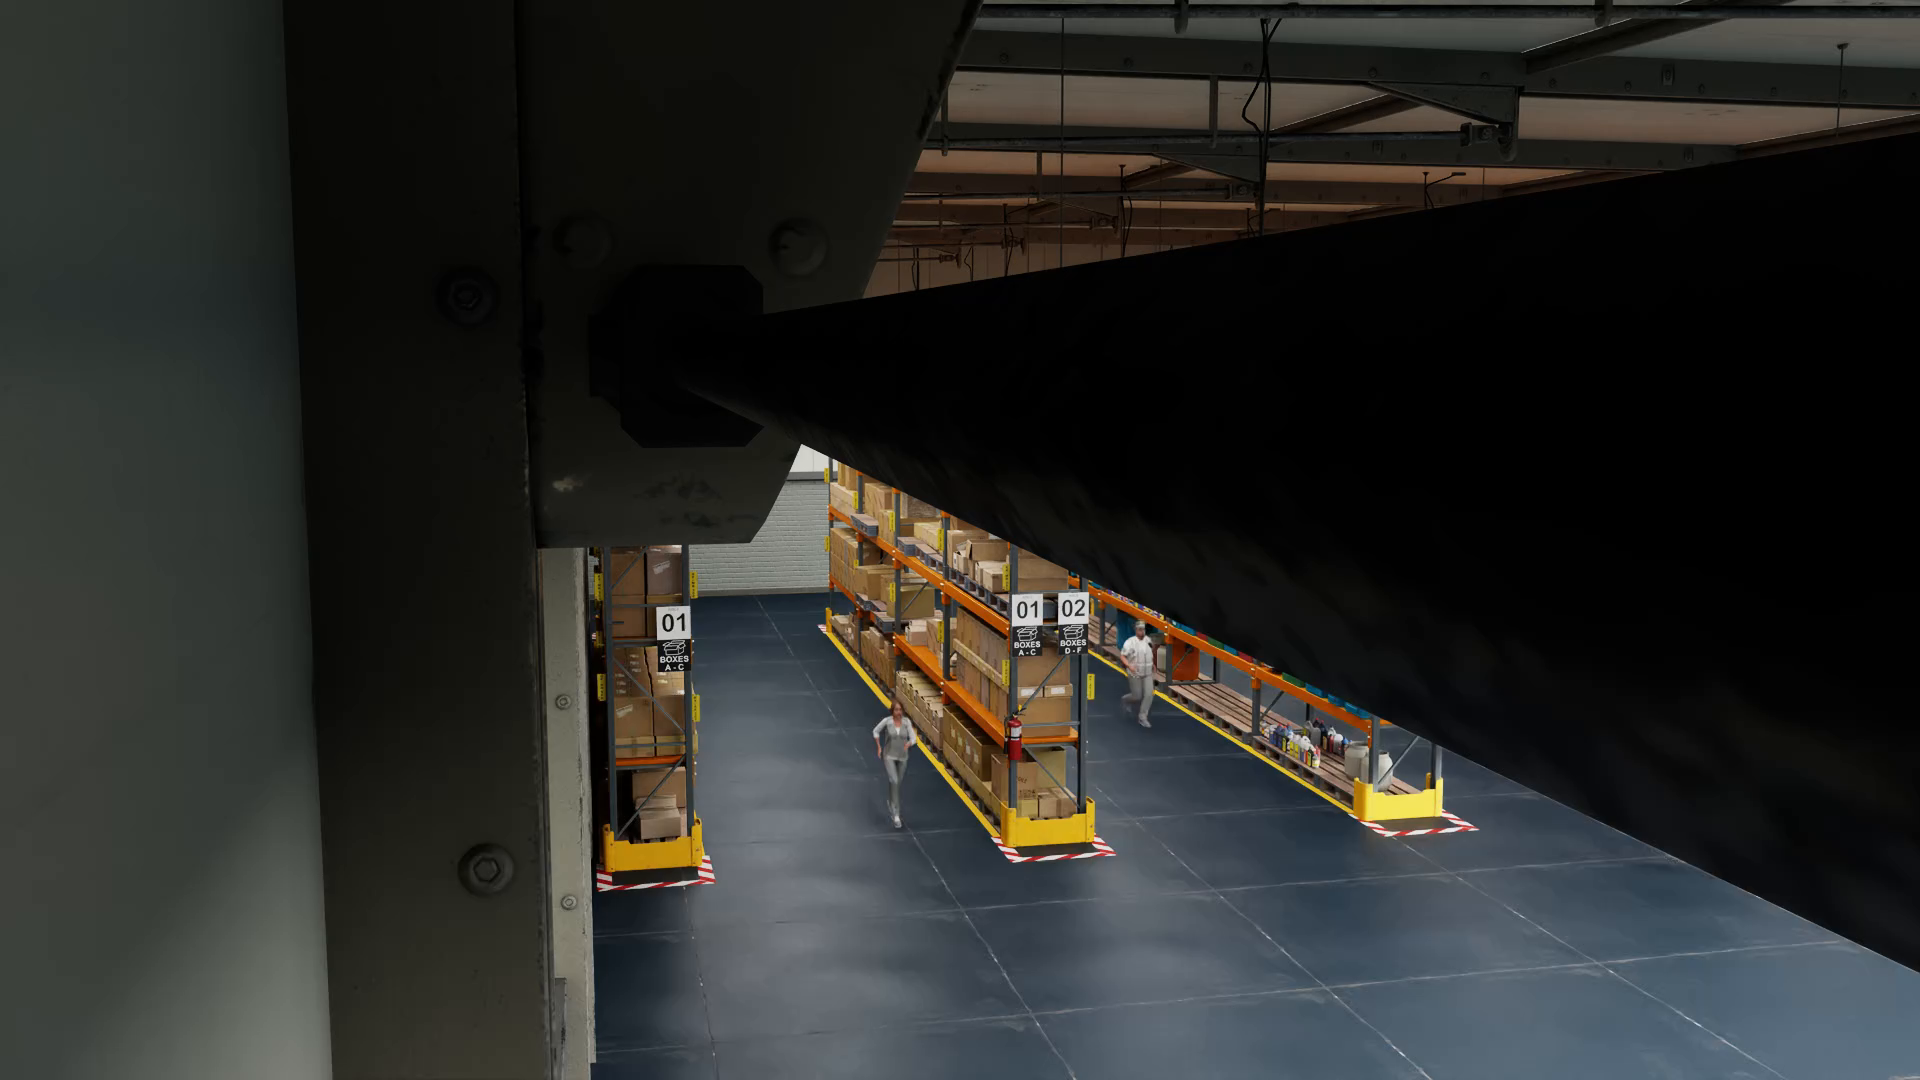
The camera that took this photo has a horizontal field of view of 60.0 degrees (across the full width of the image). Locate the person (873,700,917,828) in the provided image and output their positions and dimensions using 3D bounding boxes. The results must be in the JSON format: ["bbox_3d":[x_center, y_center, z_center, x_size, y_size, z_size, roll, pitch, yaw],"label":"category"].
[{"bbox_3d":[-0.844,2.910,22.012,0.528,1.620,0.795,-2,7,-19],"label":"person"}]

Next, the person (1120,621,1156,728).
[{"bbox_3d":[2.981,2.195,27.649,0.663,1.758,0.752,-3,7,-22],"label":"person"}]
